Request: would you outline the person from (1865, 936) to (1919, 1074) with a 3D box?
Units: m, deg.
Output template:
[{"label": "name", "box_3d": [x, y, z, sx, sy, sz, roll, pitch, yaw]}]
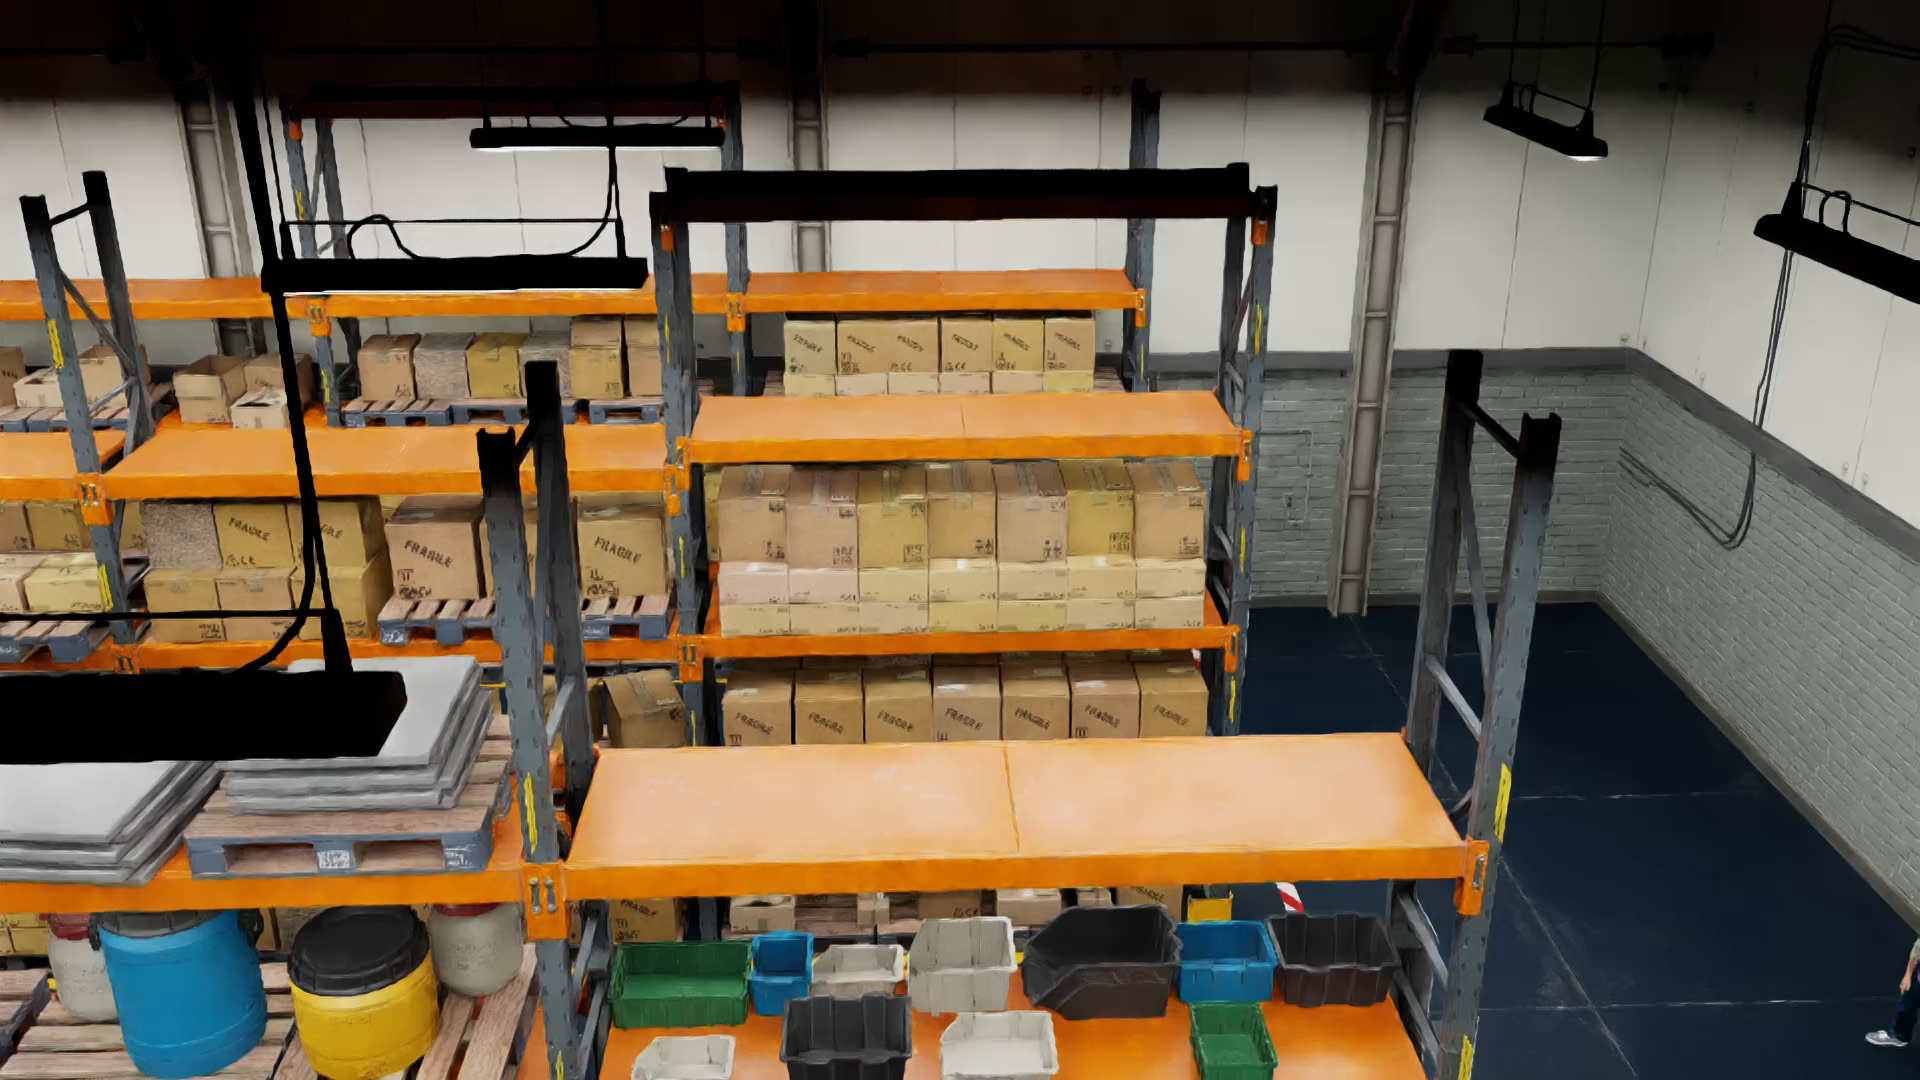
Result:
[{"label": "person", "box_3d": [6.740, 3.041, 11.571, 0.597, 1.591, 0.443, 19, 29, 39]}]
